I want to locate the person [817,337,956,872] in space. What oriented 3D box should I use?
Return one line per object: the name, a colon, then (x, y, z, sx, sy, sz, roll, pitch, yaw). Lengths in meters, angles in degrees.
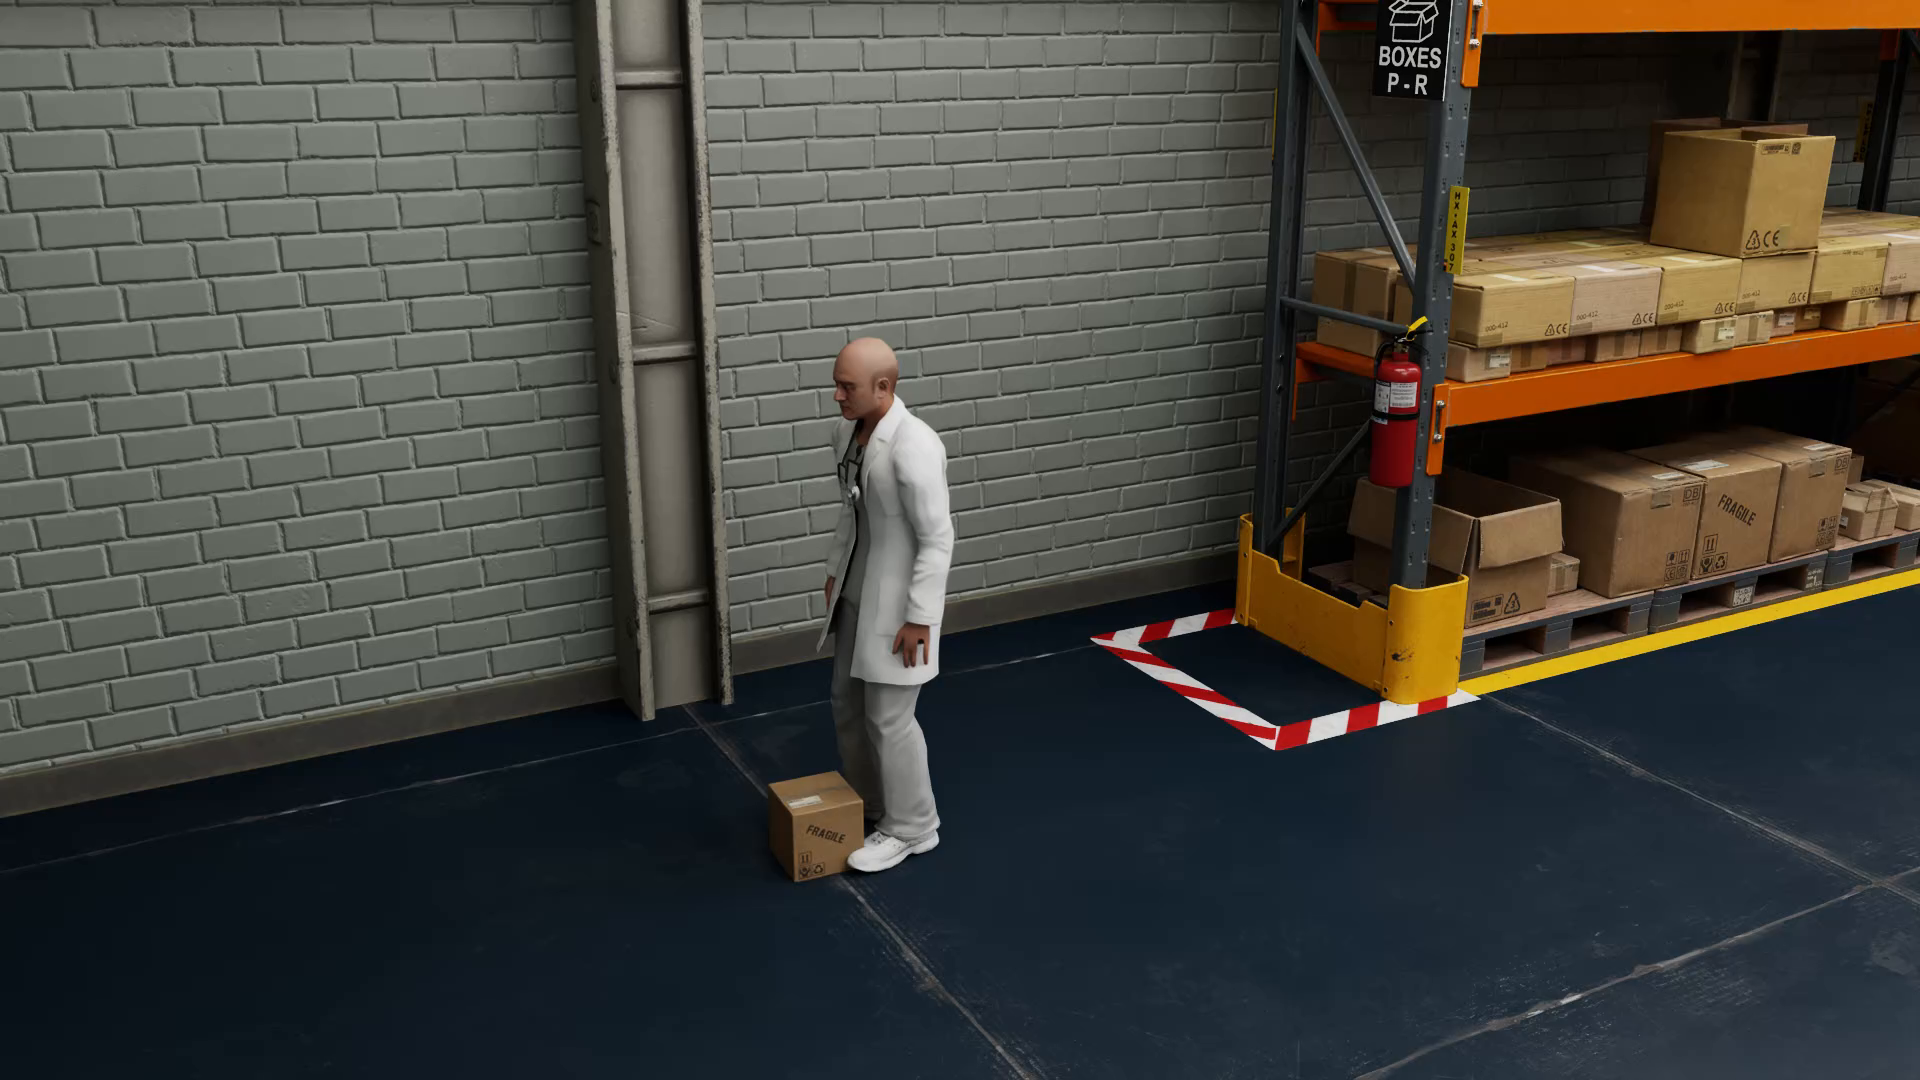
person: (-0.258, 0.203, 5.467, 0.429, 1.773, 0.649, -11, 21, -30)
